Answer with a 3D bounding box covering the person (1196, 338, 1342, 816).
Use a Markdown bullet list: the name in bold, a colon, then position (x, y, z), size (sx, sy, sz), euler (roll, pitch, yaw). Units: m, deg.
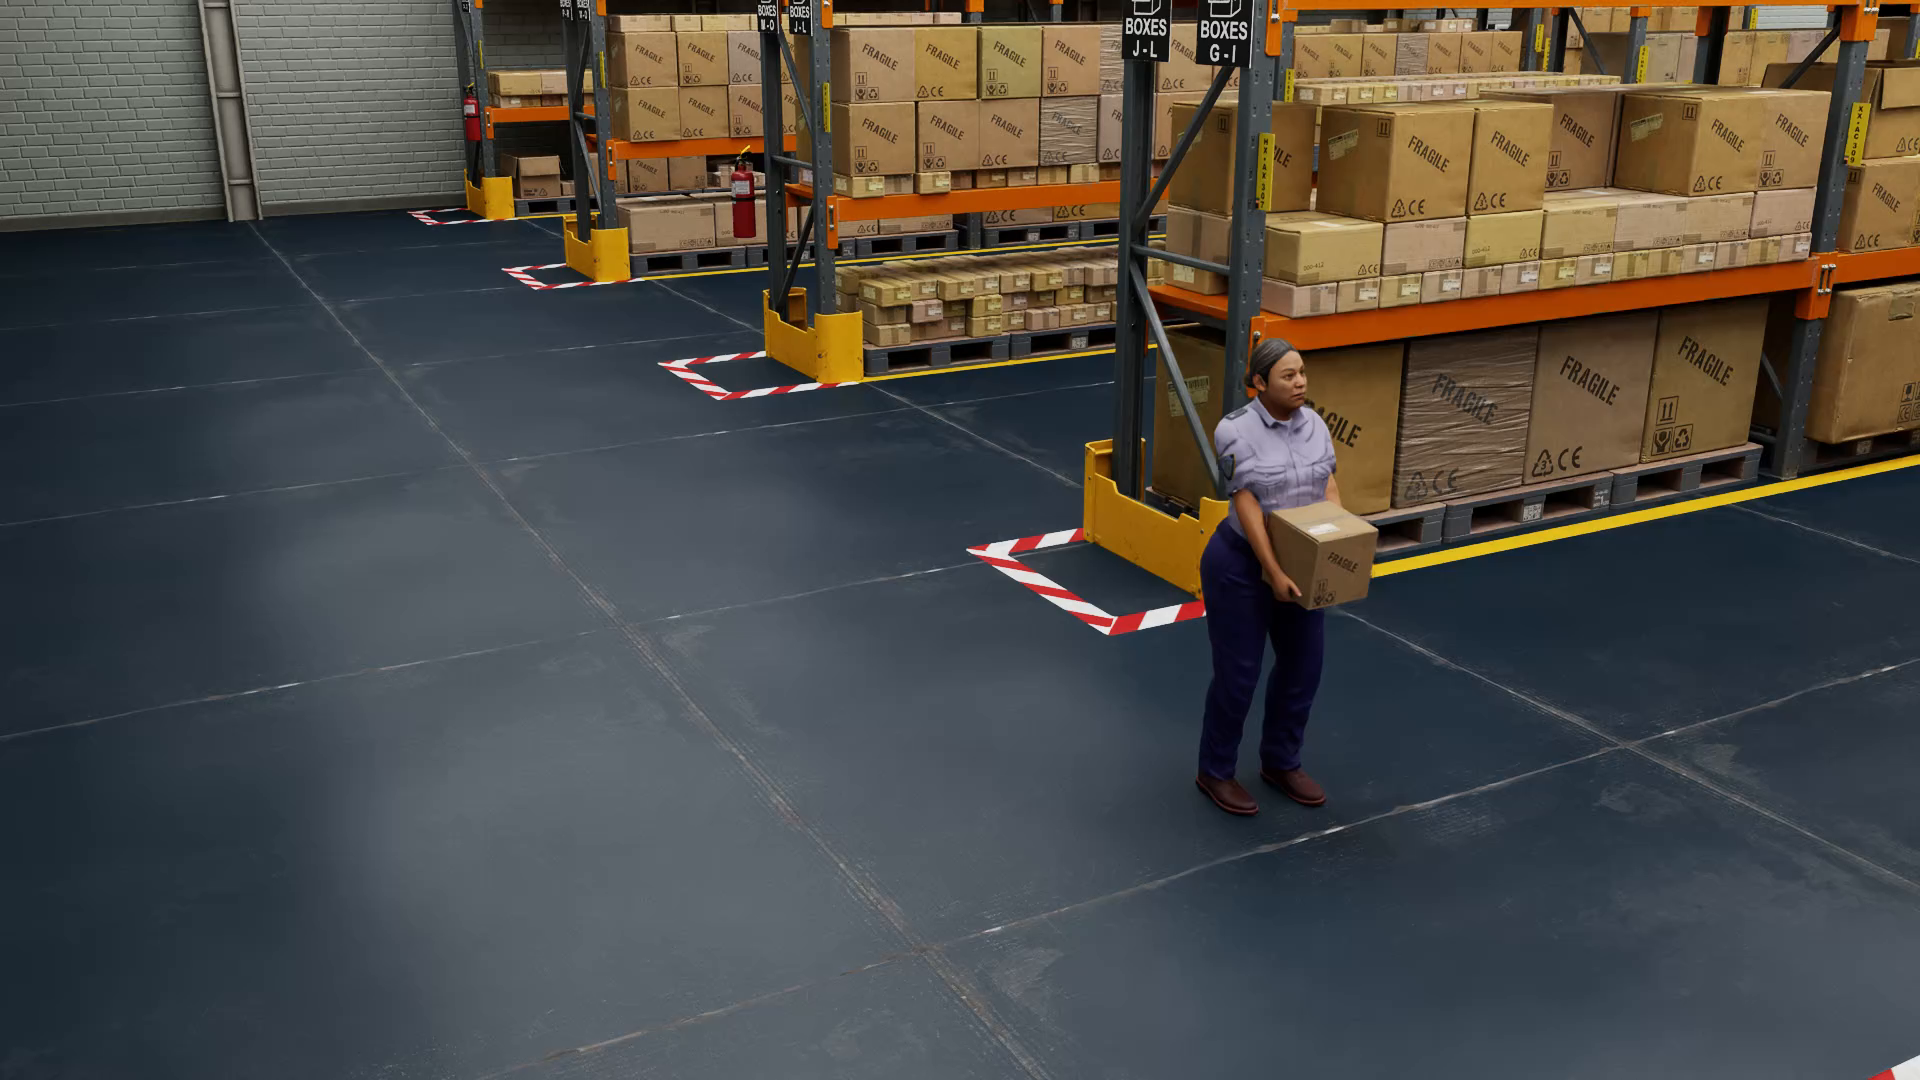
- **person**: position (1.102, 0.147, 5.683), size (0.434, 1.633, 0.526), euler (-10, 21, -27)
